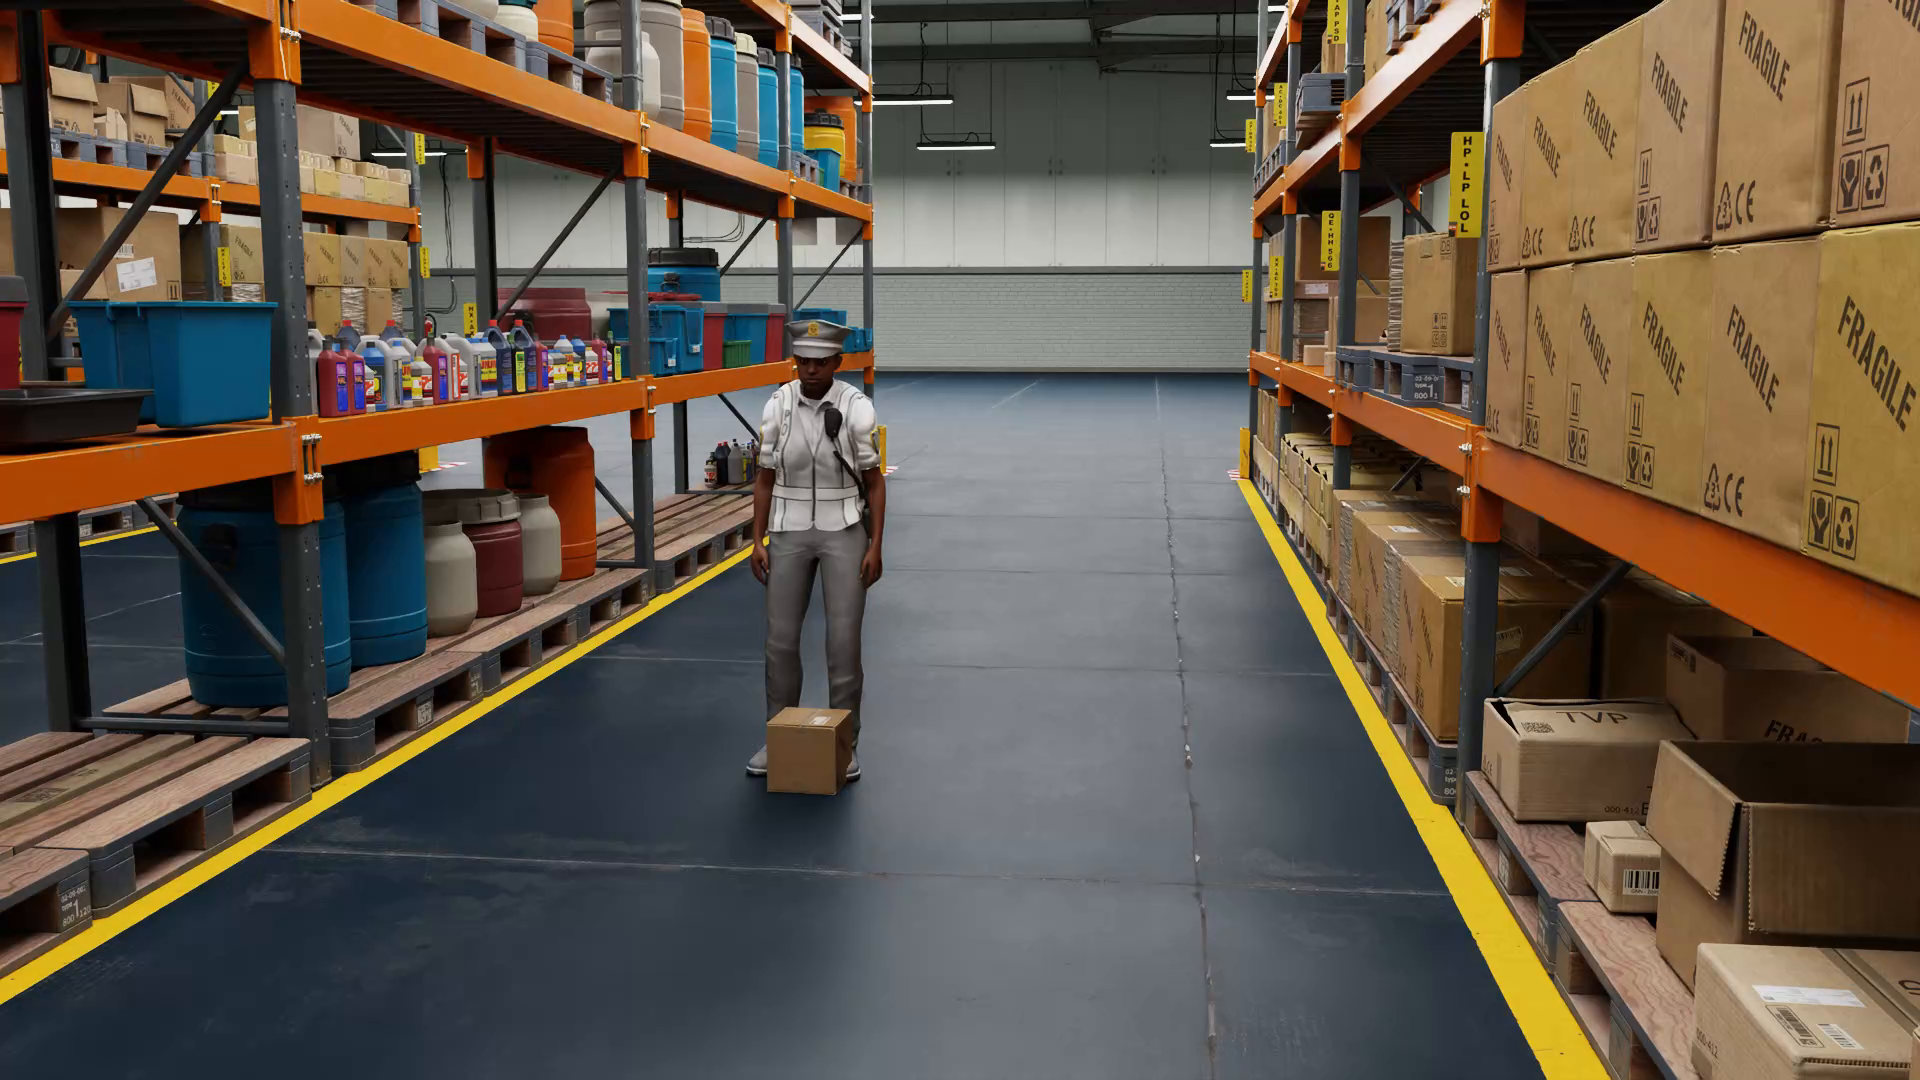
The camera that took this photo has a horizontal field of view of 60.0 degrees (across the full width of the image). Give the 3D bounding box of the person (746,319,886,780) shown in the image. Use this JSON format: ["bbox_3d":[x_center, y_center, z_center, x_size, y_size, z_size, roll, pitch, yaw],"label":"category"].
[{"bbox_3d":[-0.527,0.027,6.097,0.505,1.659,0.416,1,8,7],"label":"person"}]
